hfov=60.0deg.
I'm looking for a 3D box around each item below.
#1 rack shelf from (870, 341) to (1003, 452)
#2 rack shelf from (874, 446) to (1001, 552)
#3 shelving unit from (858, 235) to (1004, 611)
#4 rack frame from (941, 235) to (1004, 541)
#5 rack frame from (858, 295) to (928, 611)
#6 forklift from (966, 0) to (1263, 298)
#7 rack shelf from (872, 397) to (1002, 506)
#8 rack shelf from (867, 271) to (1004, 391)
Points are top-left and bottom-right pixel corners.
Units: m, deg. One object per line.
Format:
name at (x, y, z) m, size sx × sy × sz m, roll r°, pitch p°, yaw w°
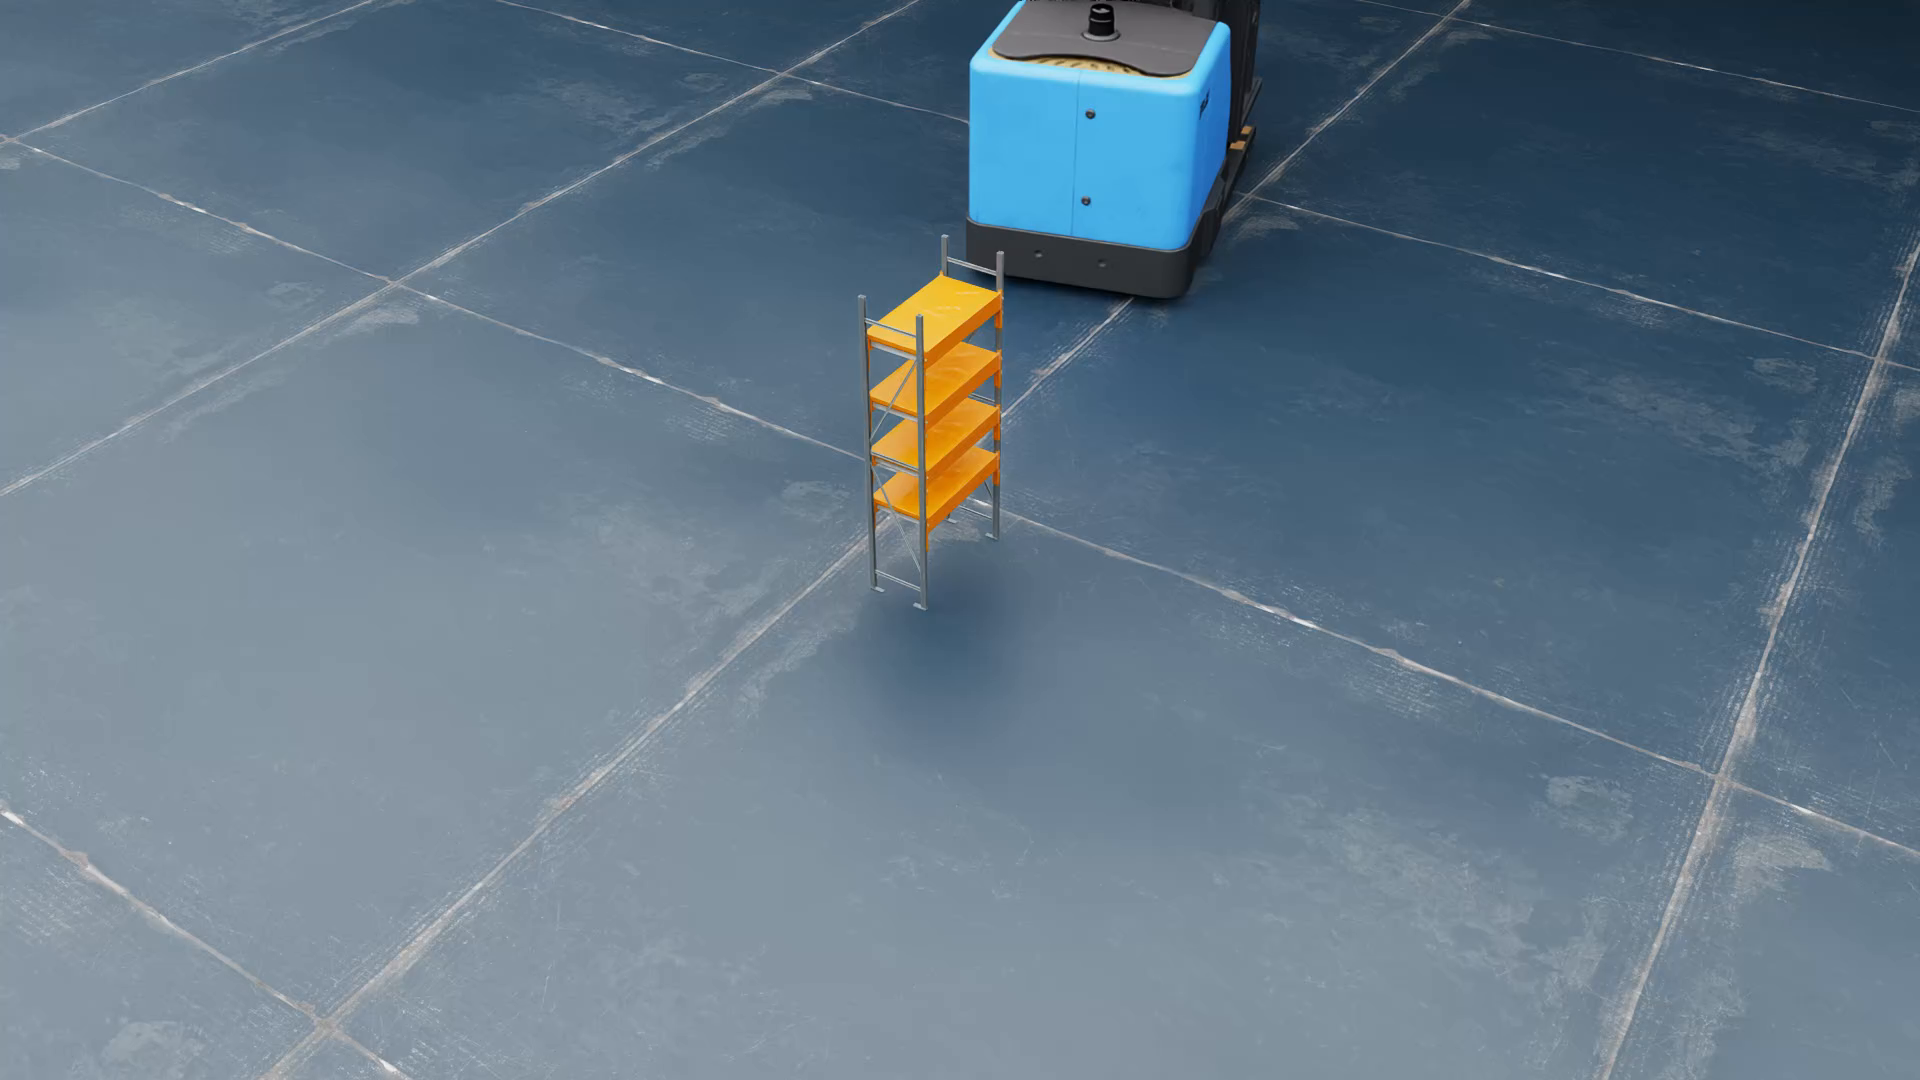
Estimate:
rack shelf at (-0.089, -0.514, 5.677) m, size 0.258 × 0.148 × 0.480 m, roll 21°, pitch 42°, yaw 25°
rack shelf at (-0.089, -0.179, 5.935) m, size 0.258 × 0.148 × 0.480 m, roll 21°, pitch 42°, yaw 25°
shelving unit at (-0.089, -0.390, 5.773) m, size 0.258 × 1.200 × 0.503 m, roll 21°, pitch 42°, yaw 25°
rack frame at (0.042, -0.516, 5.936) m, size 0.240 × 1.200 × 0.015 m, roll 21°, pitch 42°, yaw 25°
rack frame at (-0.219, -0.264, 5.610) m, size 0.240 × 1.200 × 0.015 m, roll 21°, pitch 42°, yaw 25°
forklift at (0.954, -3.162, 7.951) m, size 1.130 × 2.935 × 3.031 m, roll 11°, pitch 39°, yaw 14°
rack shelf at (-0.089, -0.337, 5.814) m, size 0.258 × 0.148 × 0.480 m, roll 21°, pitch 42°, yaw 25°
rack shelf at (-0.089, -0.701, 5.533) m, size 0.258 × 0.148 × 0.480 m, roll 21°, pitch 42°, yaw 25°
